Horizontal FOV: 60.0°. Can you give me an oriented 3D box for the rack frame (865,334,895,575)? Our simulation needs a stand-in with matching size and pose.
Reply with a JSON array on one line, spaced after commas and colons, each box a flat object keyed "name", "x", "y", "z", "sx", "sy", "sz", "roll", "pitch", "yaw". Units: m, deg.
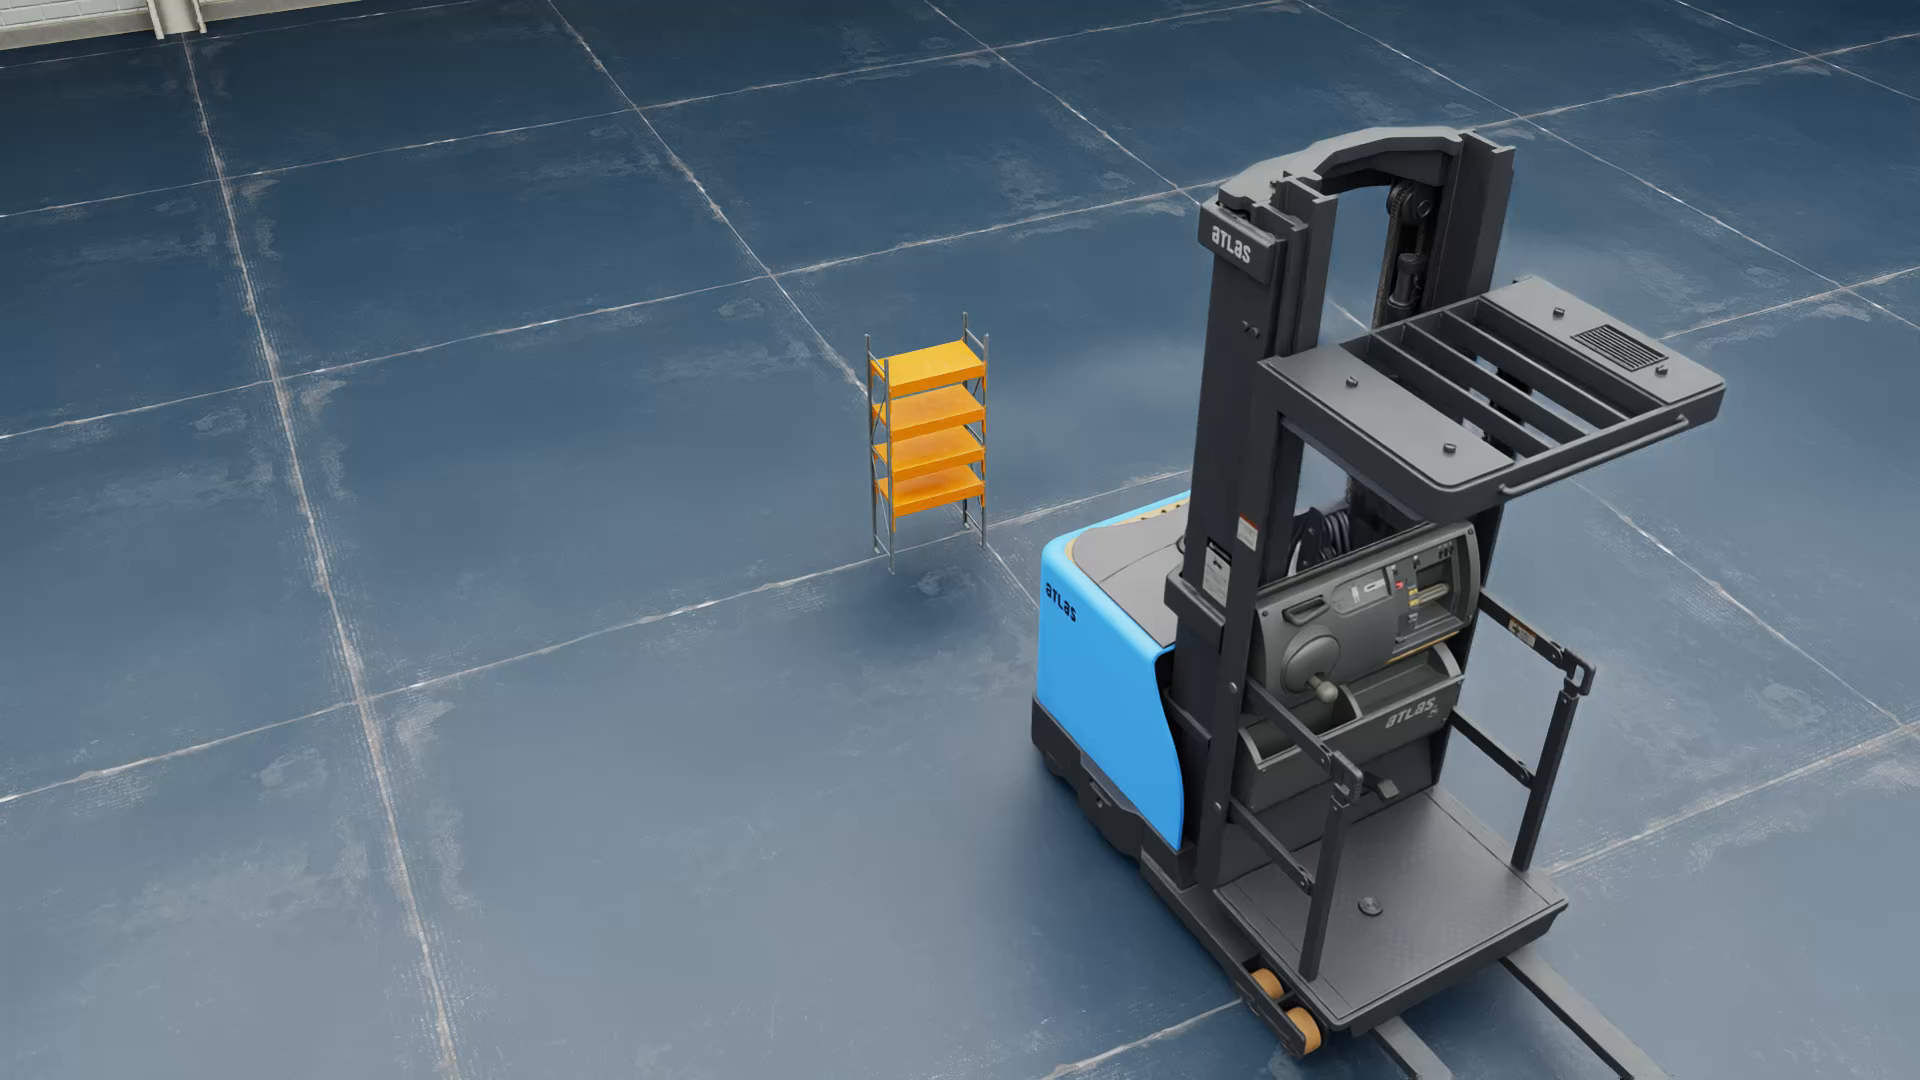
[{"name": "rack frame", "x": -0.371, "y": -0.378, "z": 7.753, "sx": 0.015, "sy": 1.200, "sz": 0.240, "roll": -16, "pitch": 39, "yaw": -20}]

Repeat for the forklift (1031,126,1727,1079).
[{"name": "forklift", "x": 1.473, "y": 0.309, "z": 5.373, "sx": 1.130, "sy": 2.935, "sz": 3.031, "roll": -19, "pitch": 41, "yaw": -24}]

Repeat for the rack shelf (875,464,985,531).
[{"name": "rack shelf", "x": -0.150, "y": -0.226, "z": 7.994, "sx": 0.480, "sy": 0.148, "sz": 0.258, "roll": -16, "pitch": 39, "yaw": -20}]

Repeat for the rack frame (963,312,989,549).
[{"name": "rack frame", "x": 0.071, "y": -0.502, "z": 7.919, "sx": 0.015, "sy": 1.200, "sz": 0.240, "roll": -16, "pitch": 39, "yaw": -20}]

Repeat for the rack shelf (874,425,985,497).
[{"name": "rack shelf", "x": -0.150, "y": -0.386, "z": 7.876, "sx": 0.480, "sy": 0.148, "sz": 0.258, "roll": -16, "pitch": 39, "yaw": -20}]

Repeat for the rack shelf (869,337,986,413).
[{"name": "rack shelf", "x": -0.150, "y": -0.756, "z": 7.602, "sx": 0.480, "sy": 0.148, "sz": 0.258, "roll": -16, "pitch": 39, "yaw": -20}]

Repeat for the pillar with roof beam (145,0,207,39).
[{"name": "pillar with roof beam", "x": -4.764, "y": -5.609, "z": 8.258, "sx": 0.400, "sy": 9.000, "sz": 9.100, "roll": -16, "pitch": 39, "yaw": -20}]

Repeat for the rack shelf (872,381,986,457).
[{"name": "rack shelf", "x": -0.150, "y": -0.566, "z": 7.743, "sx": 0.480, "sy": 0.148, "sz": 0.258, "roll": -16, "pitch": 39, "yaw": -20}]

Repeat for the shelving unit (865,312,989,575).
[{"name": "shelving unit", "x": -0.150, "y": -0.440, "z": 7.836, "sx": 0.503, "sy": 1.200, "sz": 0.258, "roll": -16, "pitch": 39, "yaw": -20}]
